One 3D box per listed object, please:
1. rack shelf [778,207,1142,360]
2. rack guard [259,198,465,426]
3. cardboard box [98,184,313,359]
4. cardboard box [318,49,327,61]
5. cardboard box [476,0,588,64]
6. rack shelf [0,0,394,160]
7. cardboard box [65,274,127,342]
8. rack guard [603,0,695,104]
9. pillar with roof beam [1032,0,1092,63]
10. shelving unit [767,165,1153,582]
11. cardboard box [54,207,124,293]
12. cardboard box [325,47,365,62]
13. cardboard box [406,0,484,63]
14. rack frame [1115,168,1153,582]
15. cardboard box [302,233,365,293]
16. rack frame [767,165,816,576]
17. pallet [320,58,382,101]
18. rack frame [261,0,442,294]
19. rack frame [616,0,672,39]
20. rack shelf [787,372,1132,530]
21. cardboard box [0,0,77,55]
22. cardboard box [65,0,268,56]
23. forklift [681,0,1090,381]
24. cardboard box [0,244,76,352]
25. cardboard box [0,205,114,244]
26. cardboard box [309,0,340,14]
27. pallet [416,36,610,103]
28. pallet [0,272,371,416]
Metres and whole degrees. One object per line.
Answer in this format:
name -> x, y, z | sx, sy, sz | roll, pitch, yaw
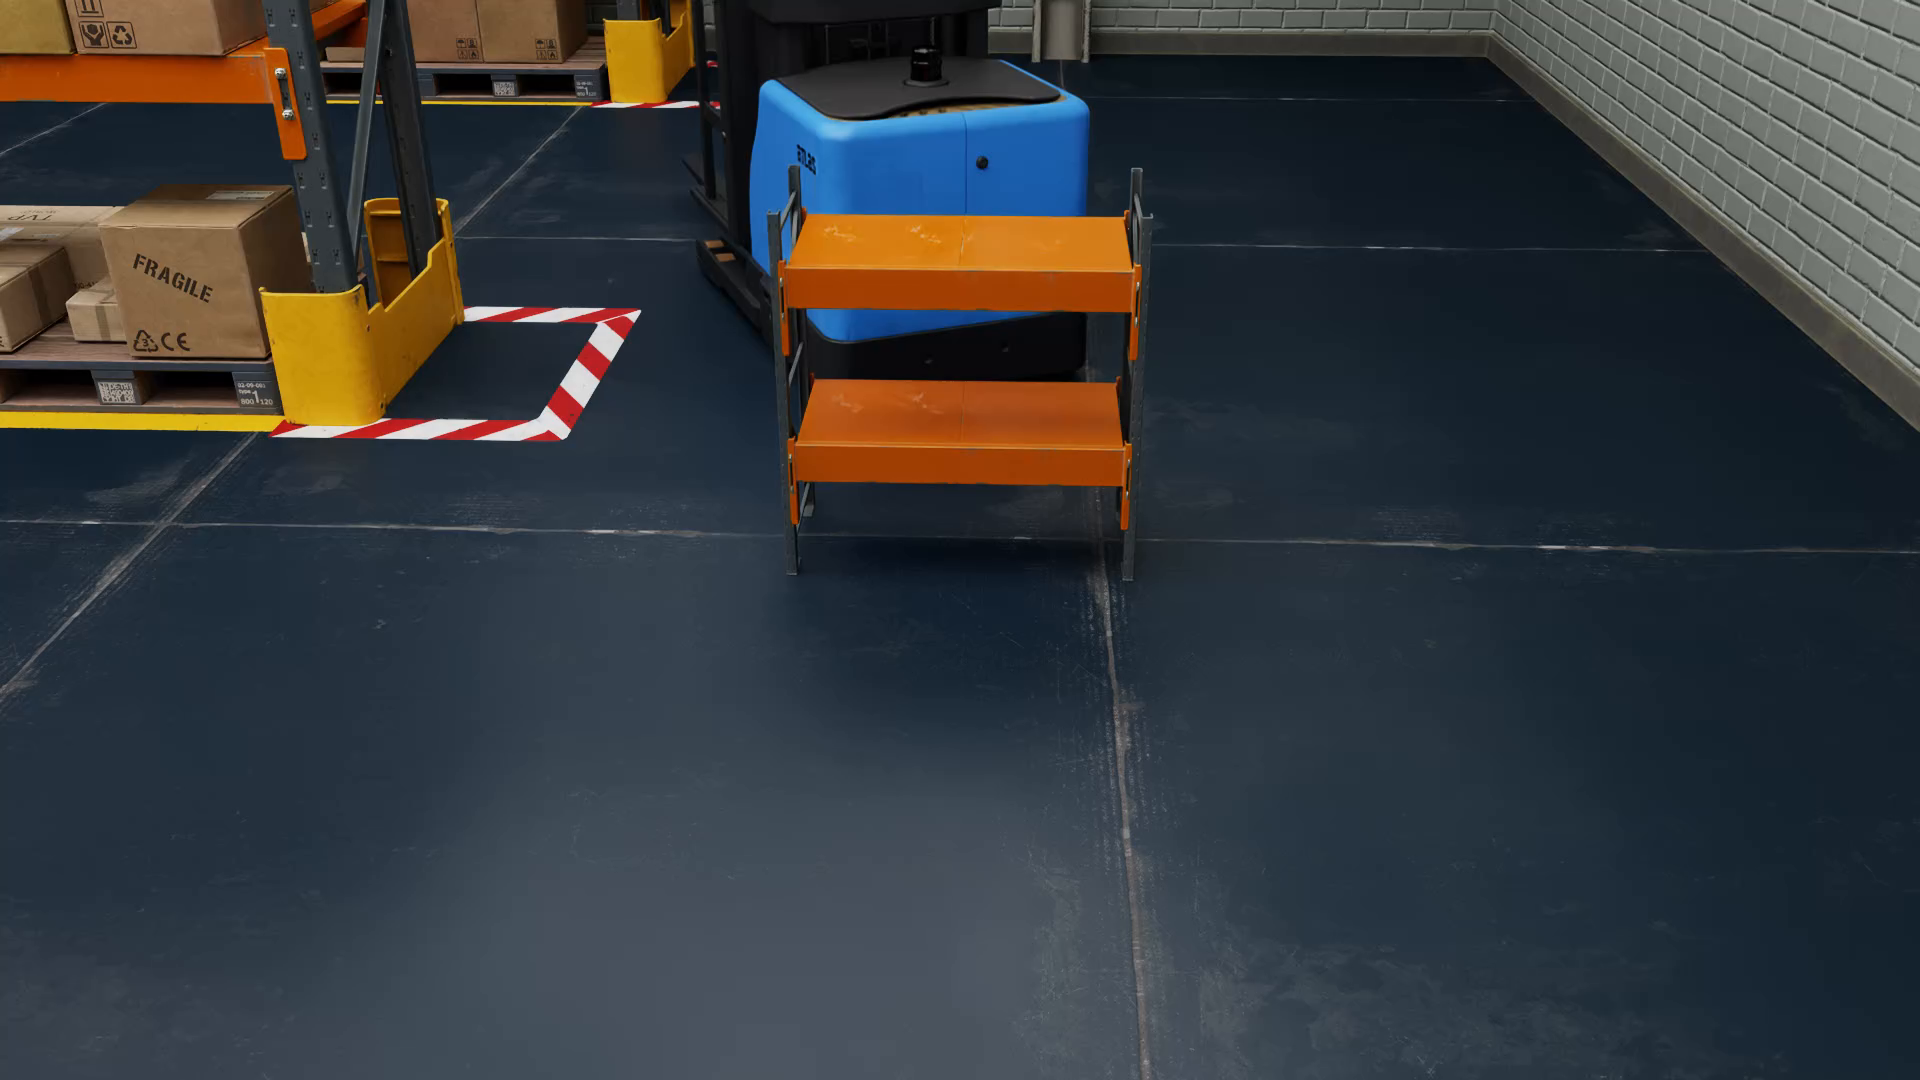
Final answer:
rack shelf -> 0.007, -0.755, 4.849 | 1.000, 0.278, 0.538 | 1, 28, 2
rack guard -> -2.276, -0.908, 6.430 | 0.348, 0.500, 1.175 | 1, 28, 2
cardboard box -> -2.752, -0.995, 6.124 | 0.500, 0.500, 0.500 | 1, 28, 2
cardboard box -> -4.268, -3.398, 10.678 | 0.500, 0.500, 0.700 | 2, 28, 3
cardboard box -> -2.732, -3.376, 10.637 | 0.500, 0.500, 0.700 | 1, 28, 2
rack shelf -> -4.199, -1.727, 6.073 | 4.000, 0.370, 1.077 | 1, 28, 2
cardboard box -> -3.153, -0.897, 6.294 | 0.250, 0.166, 0.380 | 1, 28, 2
rack guard -> -2.005, -3.226, 10.801 | 0.348, 0.500, 1.175 | 1, 28, 2
pillar with roof beam -> 0.548, -5.326, 5.689 | 0.400, 9.000, 9.100 | 1, 28, 2
shelving unit -> 0.007, -0.497, 4.986 | 1.048, 1.125, 0.538 | 1, 28, 2
cardboard box -> -3.233, -1.141, 6.666 | 0.500, 0.250, 0.500 | 1, 28, 2
cardboard box -> -3.734, -3.392, 10.668 | 0.500, 0.500, 0.700 | 0, 28, 0
cardboard box -> -3.232, -3.384, 10.652 | 0.500, 0.500, 0.700 | 1, 28, 2
rack frame -> 0.515, -0.488, 4.970 | 0.032, 1.125, 0.500 | 1, 28, 2
cardboard box -> -2.606, -1.114, 6.723 | 0.250, 0.149, 0.380 | 1, 28, 2
rack frame -> -0.501, -0.505, 5.002 | 0.032, 1.125, 0.500 | 1, 28, 2
pallet -> -4.047, -3.096, 10.866 | 1.213, 0.211, 1.003 | 1, 28, 2
rack frame -> -2.200, -2.012, 5.842 | 0.127, 3.000, 1.000 | 1, 28, 2
rack frame -> -2.029, -4.330, 10.216 | 0.127, 3.000, 1.000 | 1, 28, 2
rack shelf -> 0.007, -0.281, 5.101 | 1.000, 0.278, 0.538 | 1, 28, 2
cardboard box -> -3.176, -1.943, 5.605 | 0.500, 0.500, 0.500 | 1, 28, 2
cardboard box -> -2.657, -1.936, 5.592 | 0.500, 0.500, 0.500 | 2, 28, 3
forklift -> -0.538, -2.456, 6.753 | 1.130, 2.935, 3.031 | -11, 30, -19
cardboard box -> -3.700, -0.915, 6.239 | 0.500, 0.250, 0.500 | 1, 28, 2
cardboard box -> -3.733, -1.149, 6.682 | 0.500, 0.250, 0.500 | 1, 28, 2
cardboard box -> -2.634, -2.187, 6.065 | 0.500, 0.500, 0.500 | 2, 28, 3
pallet -> -2.831, -3.075, 10.825 | 1.213, 0.211, 1.003 | 1, 28, 2
pallet -> -3.072, -0.793, 6.522 | 1.213, 0.211, 1.003 | 1, 28, 2
